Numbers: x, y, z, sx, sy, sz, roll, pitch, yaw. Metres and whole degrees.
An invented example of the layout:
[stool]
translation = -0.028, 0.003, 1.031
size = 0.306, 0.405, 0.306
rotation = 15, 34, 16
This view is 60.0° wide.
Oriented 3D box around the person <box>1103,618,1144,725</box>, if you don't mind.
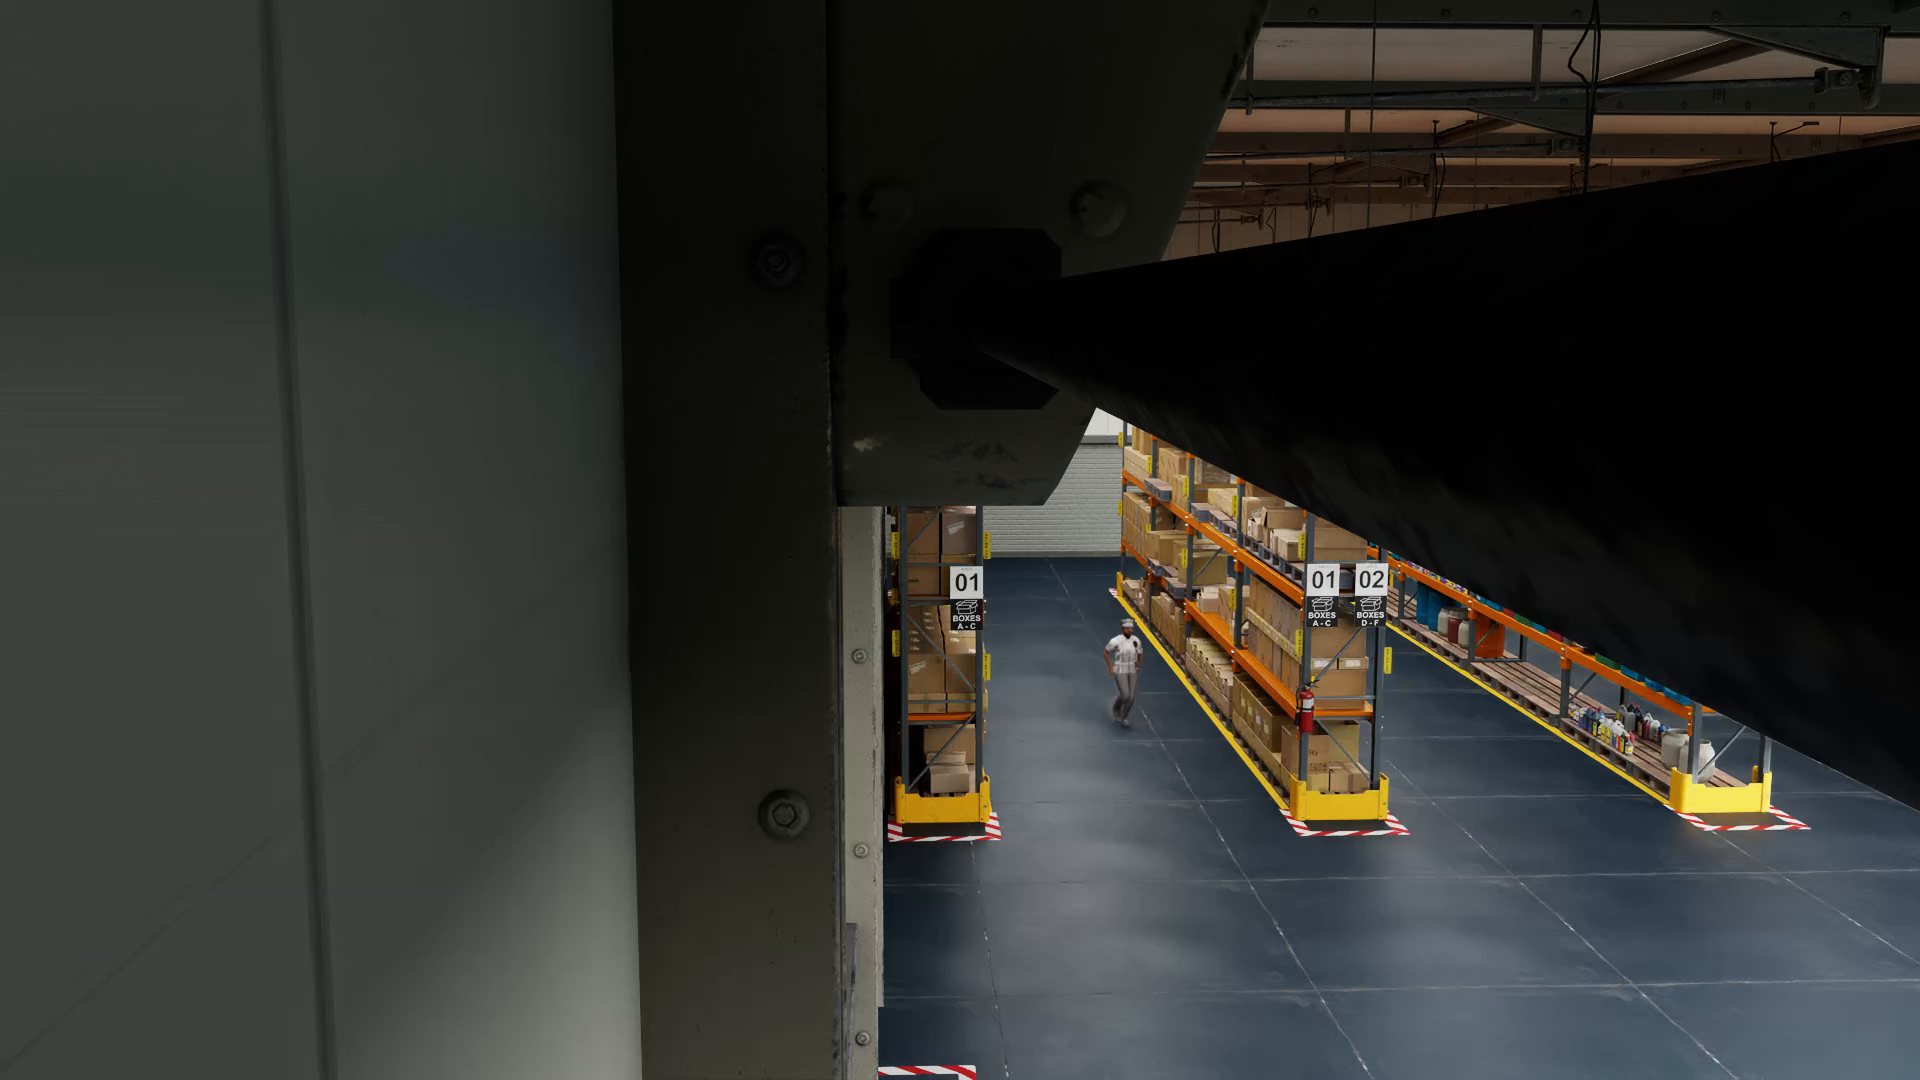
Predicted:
[person]
translation = 2.504, 1.997, 25.002
size = 0.560, 1.660, 0.599
rotation = -2, 8, -16
